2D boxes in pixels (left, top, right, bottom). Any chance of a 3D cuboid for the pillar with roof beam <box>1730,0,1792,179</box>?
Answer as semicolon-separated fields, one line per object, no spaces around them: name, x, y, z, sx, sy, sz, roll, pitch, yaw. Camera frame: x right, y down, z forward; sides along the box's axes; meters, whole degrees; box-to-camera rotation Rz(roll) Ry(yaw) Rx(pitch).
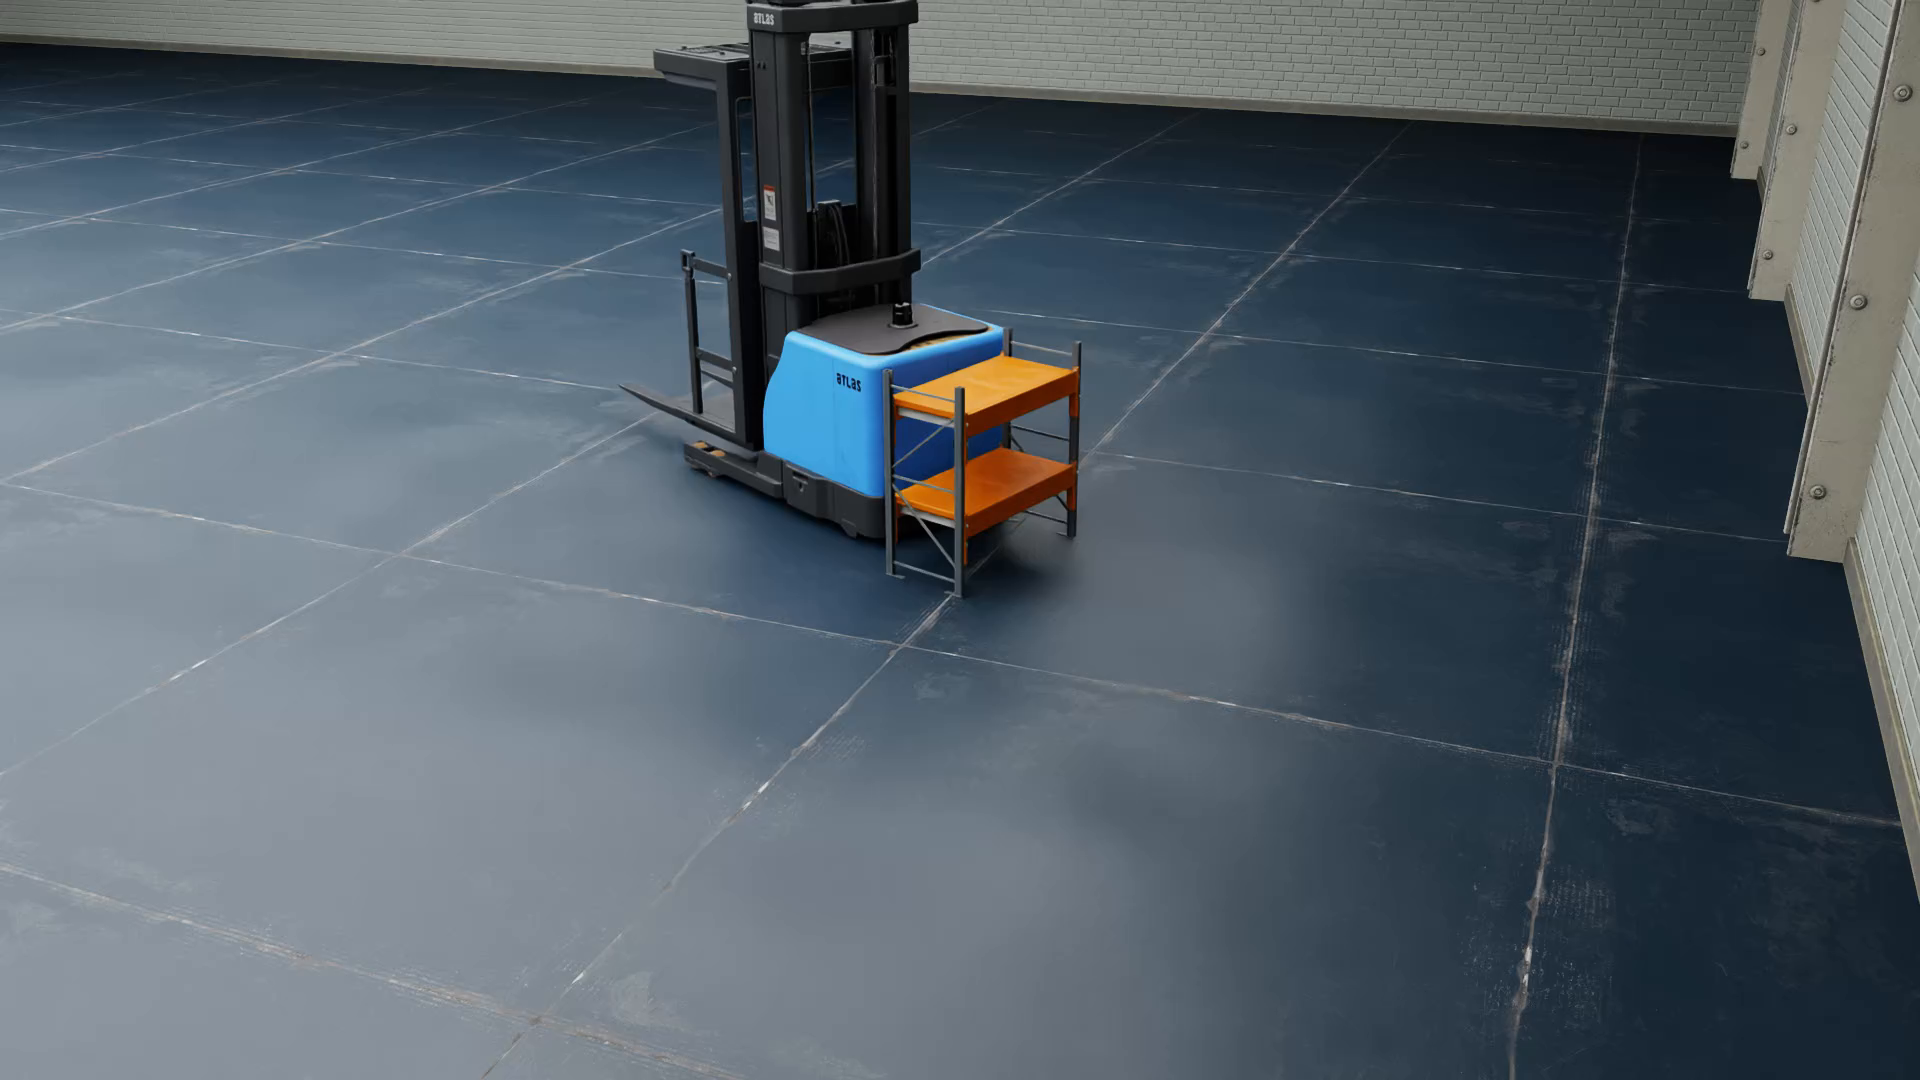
pillar with roof beam;5.180;-9.027;19.187;9.100;9.000;0.400;9;24;20

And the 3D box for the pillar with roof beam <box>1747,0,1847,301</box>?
pillar with roof beam;2.952;-6.880;14.046;9.100;9.000;0.400;9;24;20

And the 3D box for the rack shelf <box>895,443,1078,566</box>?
rack shelf;0.130;-0.209;8.926;0.538;0.278;1.000;17;28;35

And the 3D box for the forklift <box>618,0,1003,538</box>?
forklift;-1.056;-1.848;9.872;1.130;2.935;3.031;-19;29;-38

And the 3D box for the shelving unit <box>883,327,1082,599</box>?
shelving unit;0.130;-0.435;8.832;0.538;1.125;1.048;17;28;35

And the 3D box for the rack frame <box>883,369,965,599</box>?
rack frame;-0.182;-0.280;8.461;0.500;1.125;0.032;17;28;35

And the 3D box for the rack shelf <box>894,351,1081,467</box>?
rack shelf;0.130;-0.705;8.719;0.538;0.278;1.000;17;28;35

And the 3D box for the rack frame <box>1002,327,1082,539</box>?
rack frame;0.442;-0.590;9.202;0.500;1.125;0.032;17;28;35

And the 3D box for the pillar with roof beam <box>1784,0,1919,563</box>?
pillar with roof beam;0.723;-4.733;8.906;9.100;9.000;0.400;9;24;20
